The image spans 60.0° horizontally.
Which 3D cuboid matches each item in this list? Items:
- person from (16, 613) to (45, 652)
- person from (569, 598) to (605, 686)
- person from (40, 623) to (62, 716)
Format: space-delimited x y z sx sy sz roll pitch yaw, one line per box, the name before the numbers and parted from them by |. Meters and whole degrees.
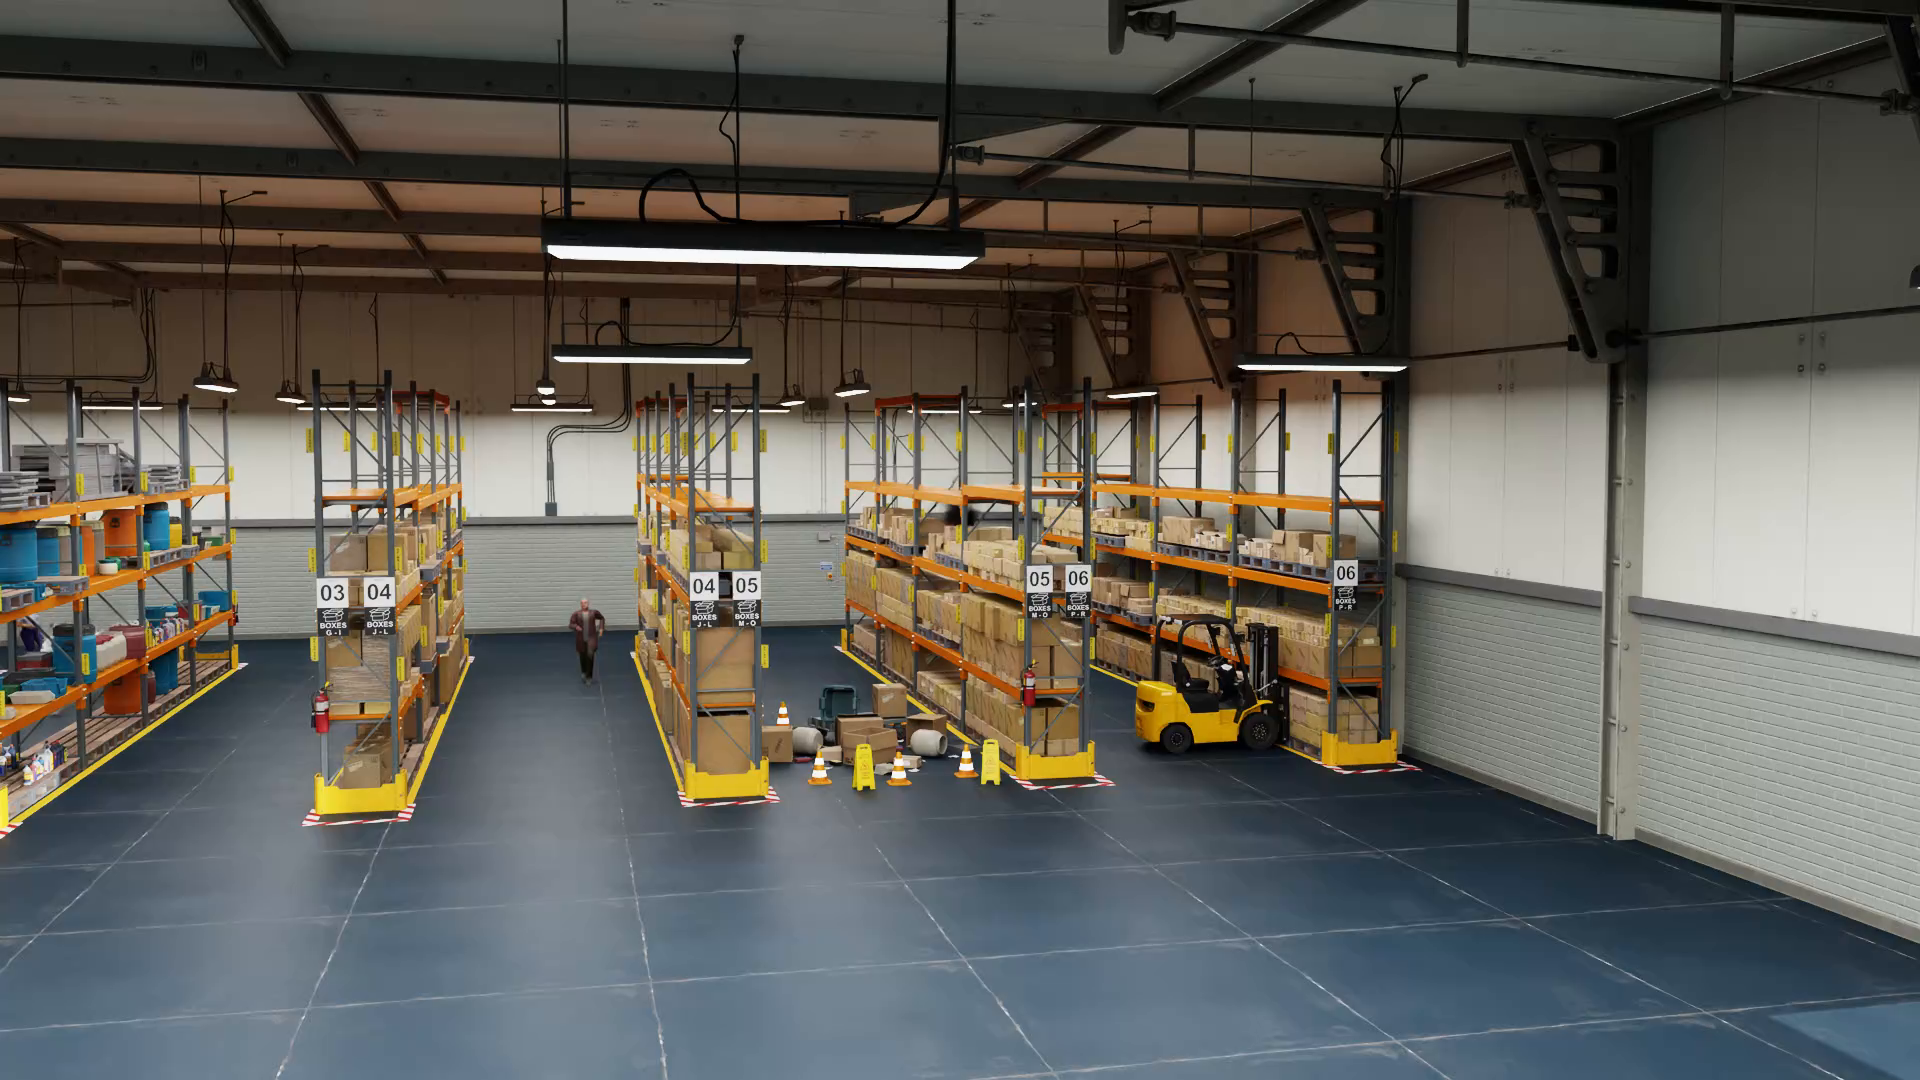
person | -20.459 2.096 36.580 0.678 1.680 0.625 2 4 34
person | -7.814 2.122 34.818 0.720 1.820 0.956 0 3 -7
person | -16.748 2.364 30.819 0.573 1.673 0.923 -1 3 -11
